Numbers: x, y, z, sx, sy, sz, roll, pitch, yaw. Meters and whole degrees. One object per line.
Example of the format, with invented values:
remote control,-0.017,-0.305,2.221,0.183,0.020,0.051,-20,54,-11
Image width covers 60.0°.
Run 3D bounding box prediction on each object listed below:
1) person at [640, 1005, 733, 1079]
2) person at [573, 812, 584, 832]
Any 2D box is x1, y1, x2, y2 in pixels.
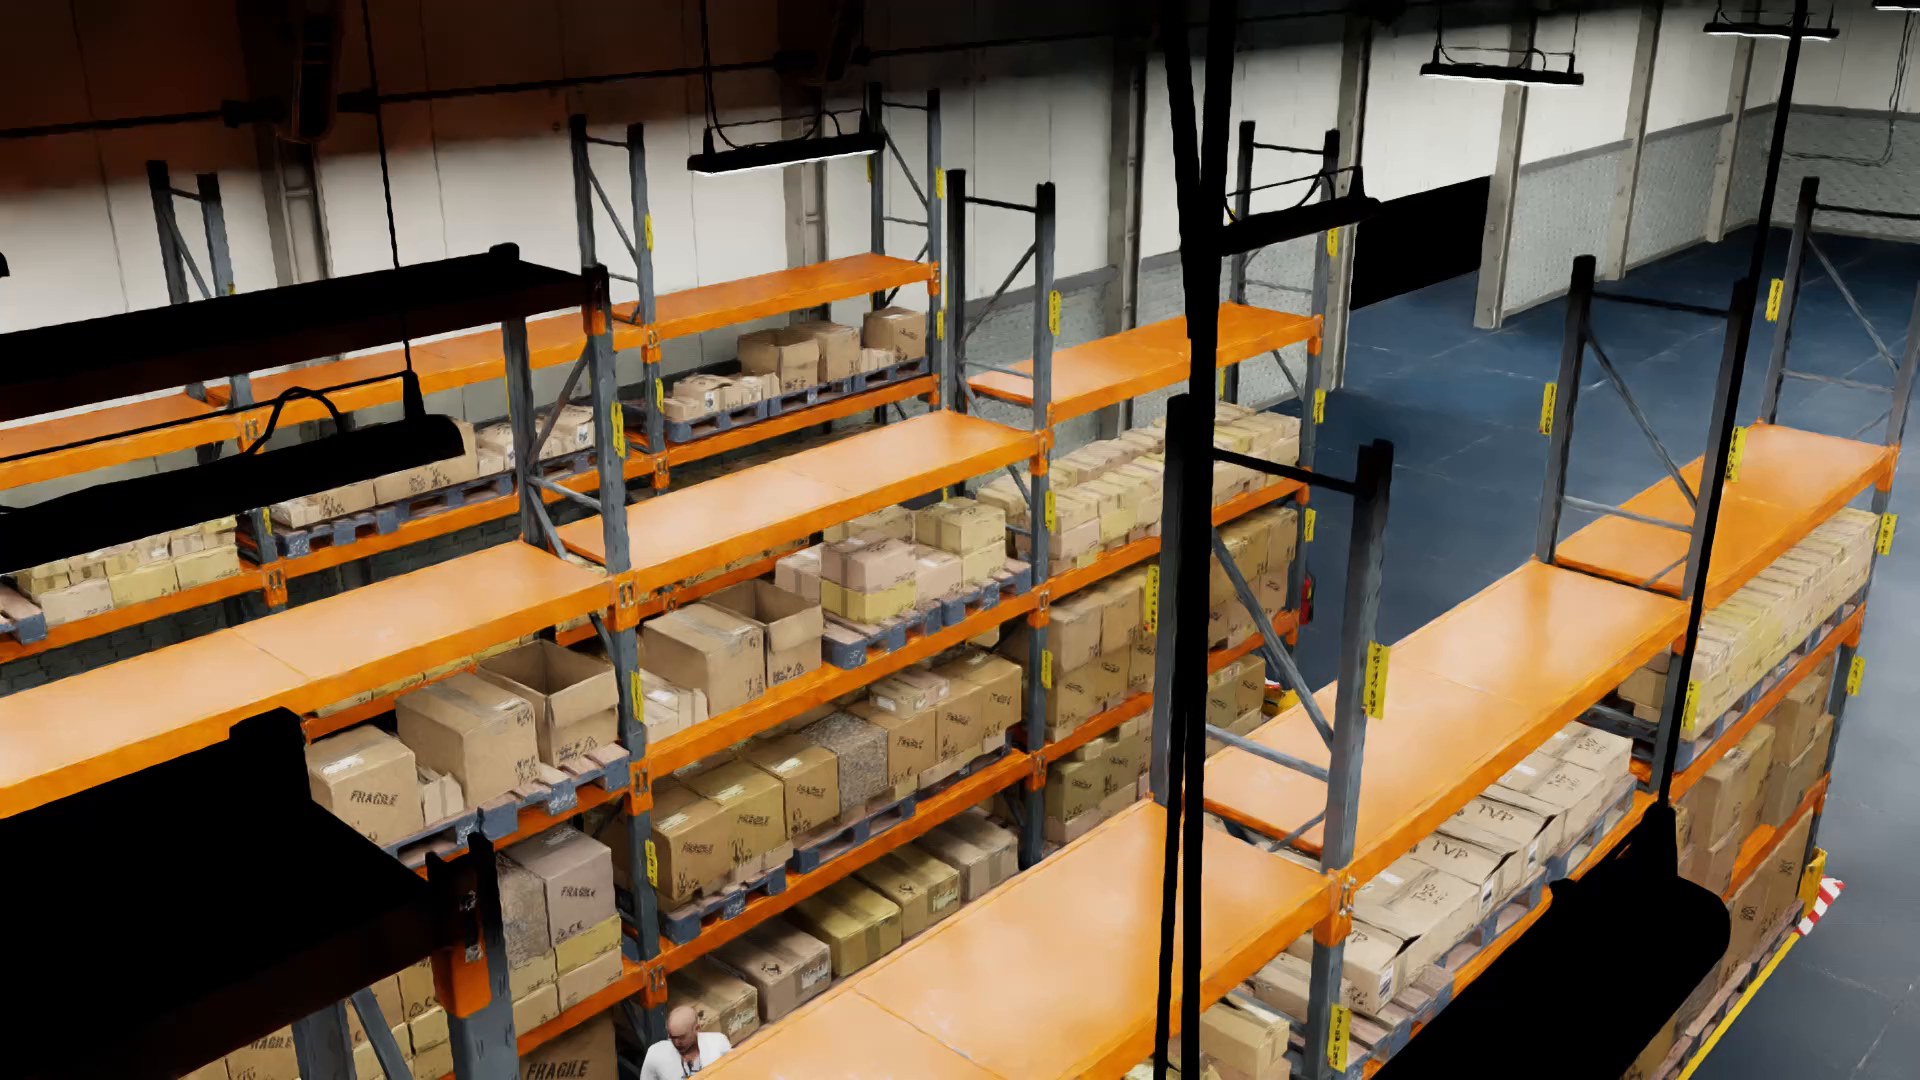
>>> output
person,-1.645,3.626,10.170,0.691,1.773,0.647,-9,23,-23
person,-3.100,2.507,13.144,0.578,1.724,0.499,-6,22,-15
